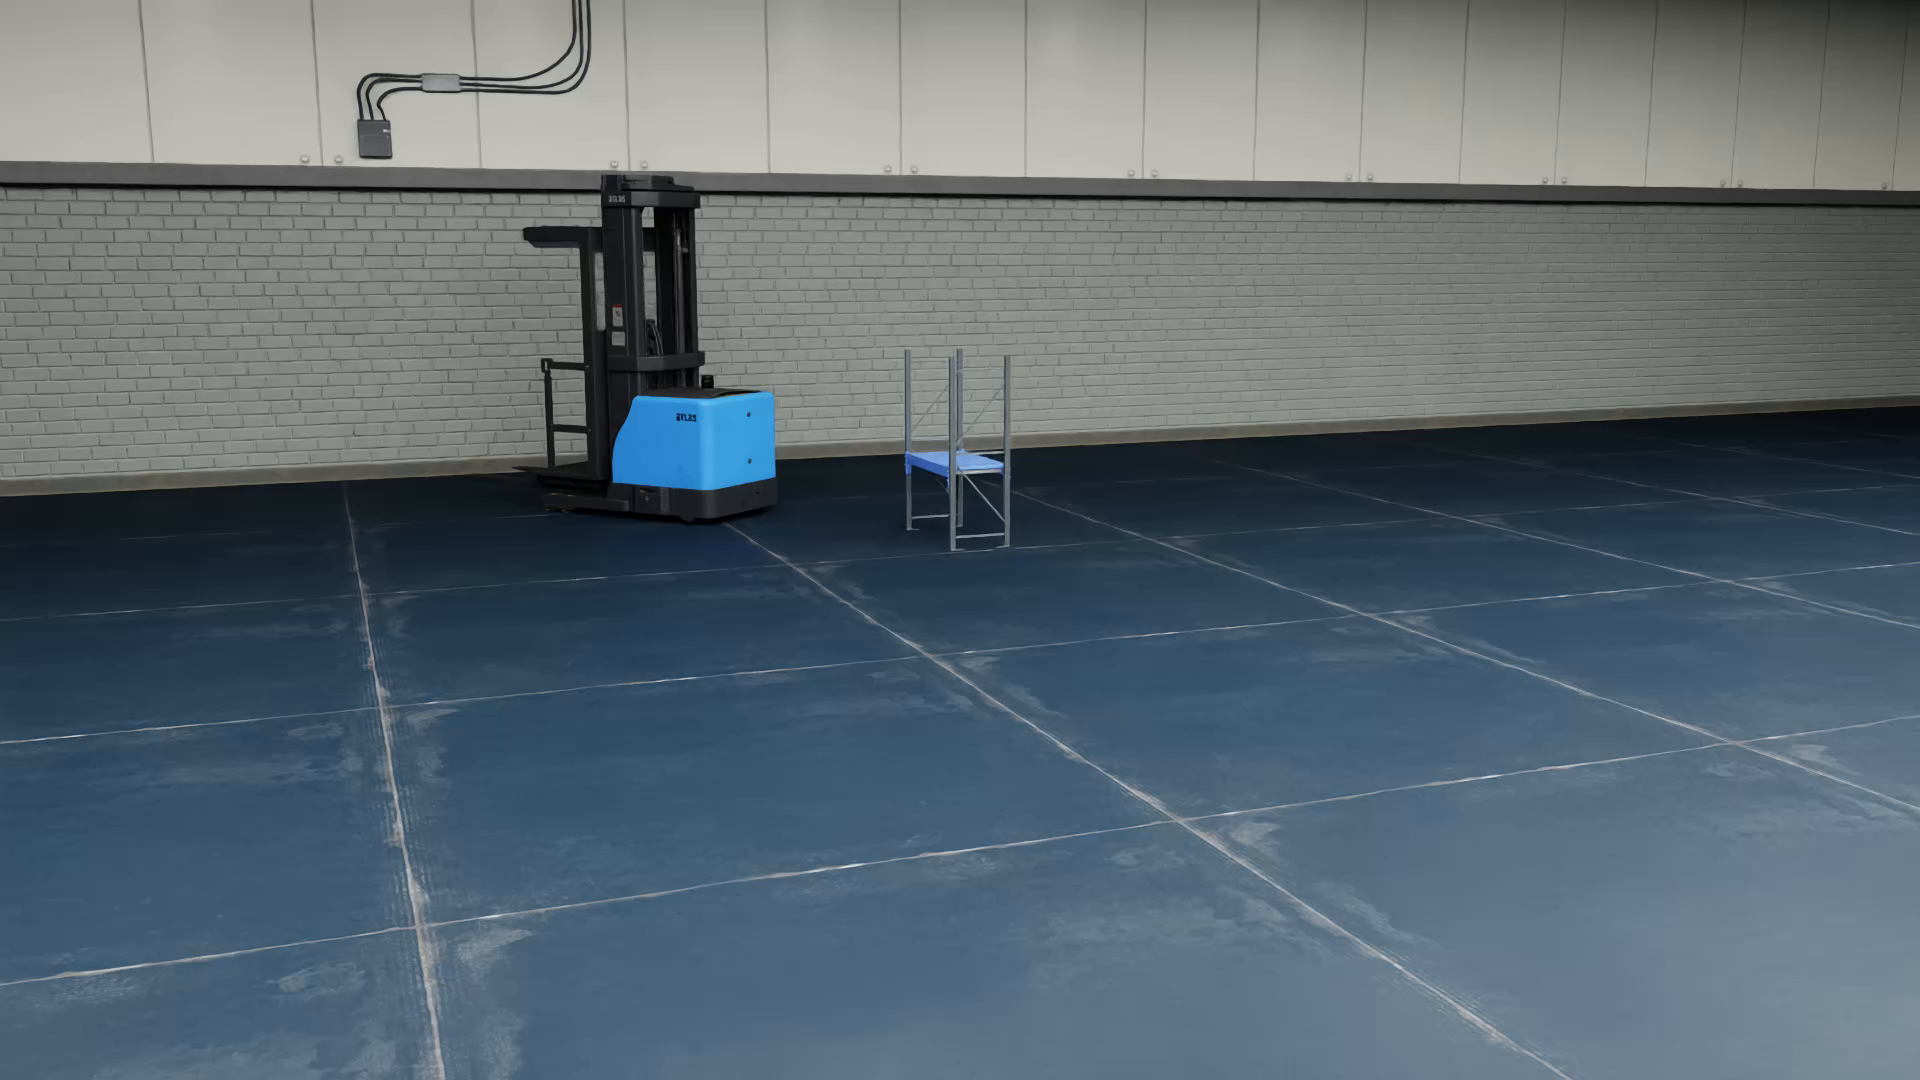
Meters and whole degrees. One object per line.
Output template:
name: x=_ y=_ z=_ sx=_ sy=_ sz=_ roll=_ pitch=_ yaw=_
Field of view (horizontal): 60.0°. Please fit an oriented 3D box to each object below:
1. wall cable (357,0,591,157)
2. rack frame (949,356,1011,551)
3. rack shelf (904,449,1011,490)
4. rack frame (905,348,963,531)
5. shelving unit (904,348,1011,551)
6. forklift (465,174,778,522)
wall cable: x=-4.821 y=-6.795 z=16.212 sx=2.305 sy=6.003 sz=0.169 roll=-4 pitch=11 yaw=-21
rack frame: x=0.153 y=-0.669 z=12.901 sx=0.500 sy=1.500 sz=0.032 roll=-4 pitch=11 yaw=-21
rack shelf: x=-0.031 y=-0.575 z=13.399 sx=0.538 sy=0.185 sz=1.000 roll=-4 pitch=11 yaw=-21
rack frame: x=-0.215 y=-0.835 z=13.834 sx=0.500 sy=1.500 sz=0.032 roll=-4 pitch=11 yaw=-21
shelving unit: x=-0.031 y=-0.752 z=13.367 sx=0.538 sy=1.500 sz=1.048 roll=-4 pitch=11 yaw=-21
forklift: x=-3.163 y=-1.755 z=14.918 sx=3.031 sy=2.935 sz=1.130 roll=6 pitch=12 yaw=29
